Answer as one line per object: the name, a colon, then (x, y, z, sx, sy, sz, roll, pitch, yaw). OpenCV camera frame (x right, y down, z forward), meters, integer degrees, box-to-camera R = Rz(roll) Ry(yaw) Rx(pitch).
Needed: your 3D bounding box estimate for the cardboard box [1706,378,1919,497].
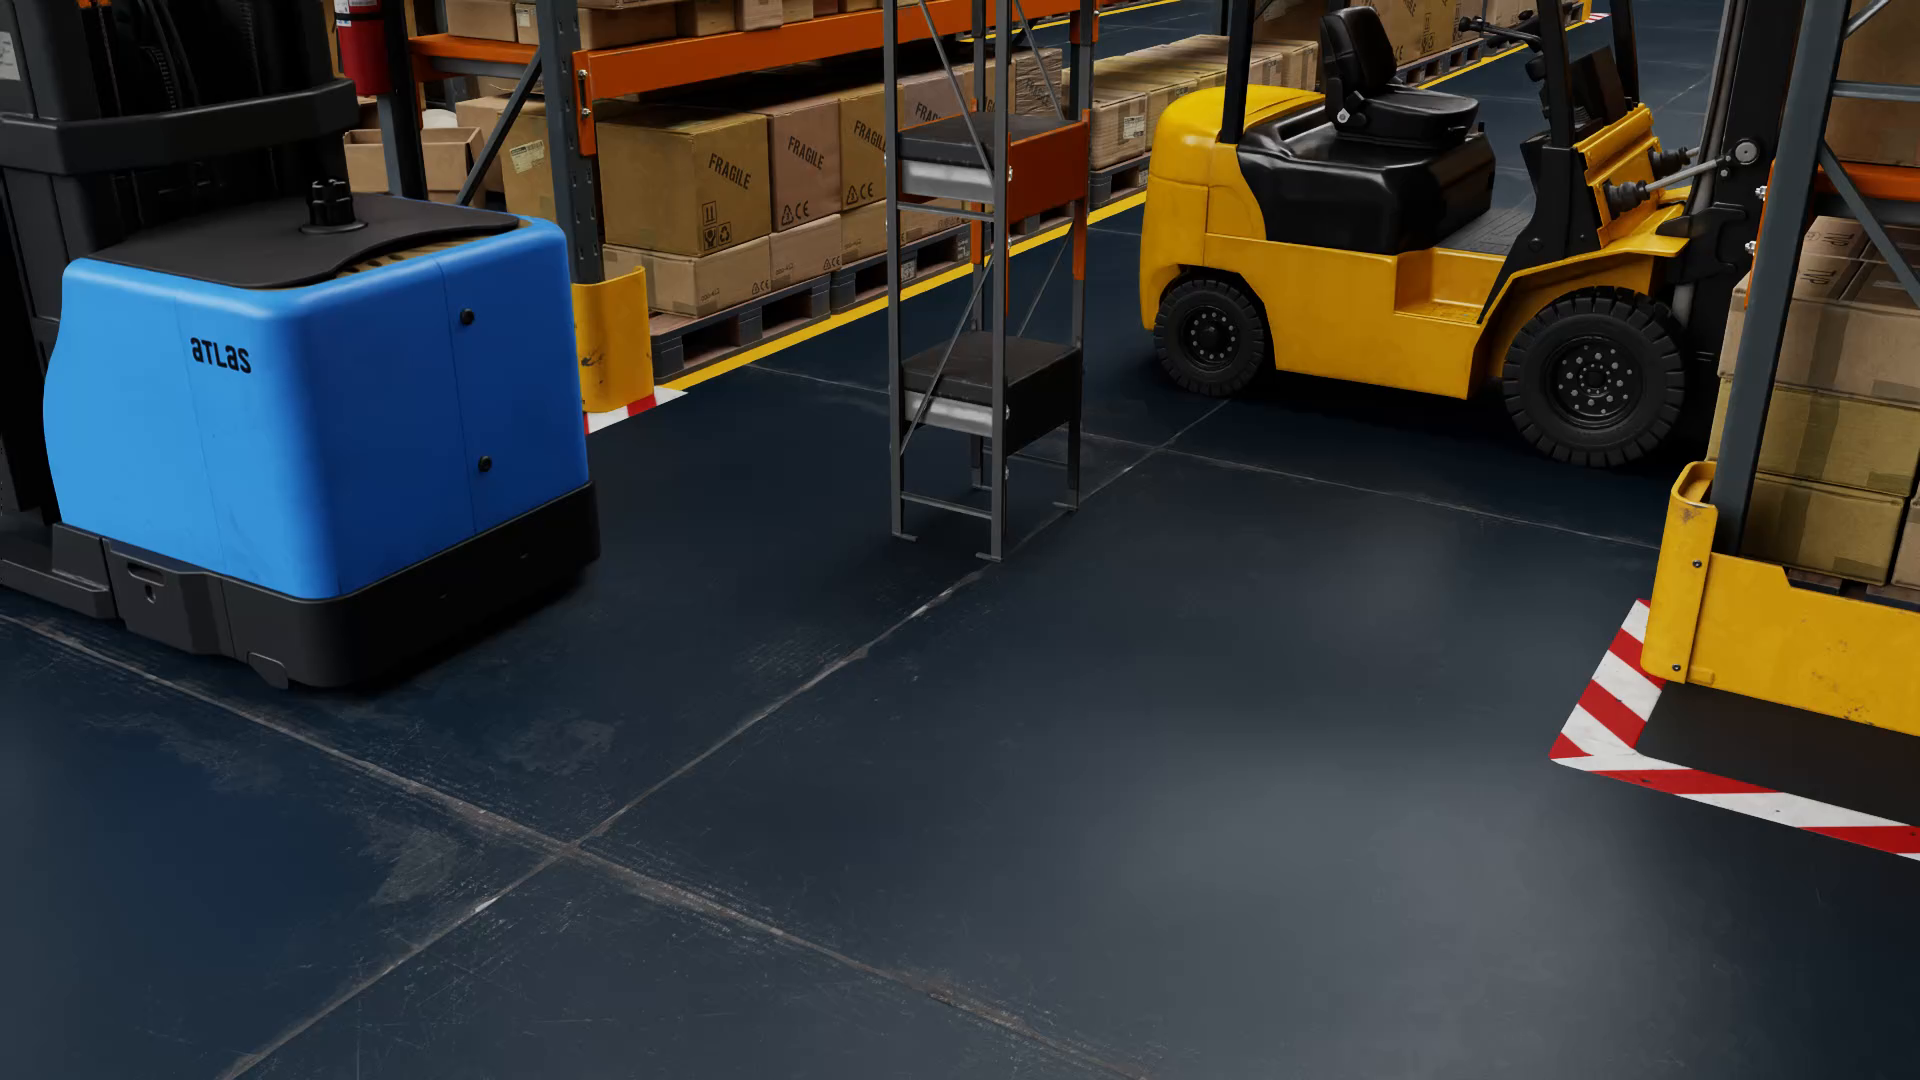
cardboard box: (2.394, -0.359, 4.606, 0.500, 0.250, 0.500, 13, 27, 28)

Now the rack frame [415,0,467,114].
rack frame: (-3.965, -4.361, 11.547, 1.000, 3.000, 0.127, 14, 27, 29)

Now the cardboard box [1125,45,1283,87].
cardboard box: (1.715, -3.255, 11.772, 0.950, 0.372, 0.625, 13, 27, 28)

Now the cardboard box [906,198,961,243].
cardboard box: (-0.335, -1.680, 8.287, 0.500, 0.250, 0.500, 14, 27, 30)

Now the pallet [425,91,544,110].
pallet: (-3.622, -3.357, 12.739, 1.003, 0.211, 1.213, 14, 27, 29)

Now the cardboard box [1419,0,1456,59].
cardboard box: (3.784, -4.743, 14.576, 0.875, 0.875, 0.875, 15, 27, 30)

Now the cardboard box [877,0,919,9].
cardboard box: (-0.416, -2.552, 7.685, 0.380, 0.149, 0.250, 14, 27, 29)

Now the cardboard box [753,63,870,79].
cardboard box: (-0.794, -2.132, 8.388, 0.500, 0.500, 0.500, 15, 28, 32)

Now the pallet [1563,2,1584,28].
pallet: (6.268, -5.842, 18.478, 1.003, 0.211, 1.213, 14, 27, 29)

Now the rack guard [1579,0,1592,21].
rack guard: (6.636, -6.269, 19.101, 1.175, 0.500, 0.348, 14, 27, 29)

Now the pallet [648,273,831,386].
pallet: (-1.318, -1.020, 7.341, 1.003, 0.211, 1.213, 14, 27, 29)

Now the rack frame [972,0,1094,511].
rack frame: (0.216, -1.102, 5.152, 0.400, 2.100, 0.015, 14, 27, 29)

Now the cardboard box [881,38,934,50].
cardboard box: (-0.364, -2.758, 9.017, 0.380, 0.149, 0.250, 14, 27, 30)

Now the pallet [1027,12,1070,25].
pallet: (0.579, -6.015, 18.879, 1.003, 0.211, 1.213, 14, 27, 29)

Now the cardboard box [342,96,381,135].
cardboard box: (-3.912, -2.476, 10.336, 0.500, 0.500, 0.500, 20, 30, 38)

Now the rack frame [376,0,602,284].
rack frame: (-1.816, -2.007, 6.111, 1.000, 3.000, 0.127, 14, 27, 29)

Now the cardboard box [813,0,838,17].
cardboard box: (-0.762, -2.396, 7.326, 0.380, 0.149, 0.250, 15, 28, 31)

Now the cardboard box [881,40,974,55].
cardboard box: (-0.247, -2.490, 9.214, 0.500, 0.500, 0.500, 15, 28, 31)

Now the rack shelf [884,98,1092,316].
rack shelf: (0.087, -1.007, 4.967, 0.431, 0.518, 0.480, 14, 27, 29)

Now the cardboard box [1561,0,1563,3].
cardboard box: (5.885, -5.870, 17.731, 0.875, 0.438, 0.875, 15, 27, 30)

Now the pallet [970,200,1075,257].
pallet: (-0.031, -1.844, 9.243, 1.003, 0.211, 1.213, 14, 27, 29)

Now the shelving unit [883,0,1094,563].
shelving unit: (0.087, -1.019, 4.962, 0.431, 2.100, 0.503, 14, 27, 29)

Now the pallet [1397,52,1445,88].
pallet: (3.528, -4.088, 14.428, 1.003, 0.211, 1.213, 14, 27, 29)

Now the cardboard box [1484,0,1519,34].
cardboard box: (4.936, -5.264, 16.330, 0.875, 0.438, 0.875, 13, 27, 28)

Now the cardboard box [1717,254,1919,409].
cardboard box: (2.380, -0.579, 4.486, 0.500, 0.250, 0.500, 15, 28, 31)

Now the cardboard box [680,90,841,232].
cardboard box: (-0.872, -1.682, 7.349, 0.500, 0.500, 0.500, 13, 26, 27)

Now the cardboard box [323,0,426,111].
cardboard box: (-4.356, -3.381, 11.430, 0.875, 0.875, 0.875, 14, 27, 30)

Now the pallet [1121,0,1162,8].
pallet: (1.866, -6.839, 20.781, 1.003, 0.211, 1.213, 14, 27, 29)

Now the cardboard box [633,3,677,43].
cardboard box: (-1.340, -2.052, 6.530, 0.380, 0.149, 0.250, 14, 27, 30)

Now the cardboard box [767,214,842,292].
cardboard box: (-0.880, -1.323, 7.464, 0.500, 0.250, 0.500, 15, 28, 31)

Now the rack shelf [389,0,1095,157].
rack shelf: (-0.762, -2.352, 7.814, 1.077, 0.370, 4.000, 14, 27, 29)

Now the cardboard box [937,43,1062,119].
cardboard box: (0.209, -2.377, 8.953, 0.500, 0.500, 0.500, 13, 27, 28)

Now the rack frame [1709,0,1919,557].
rack frame: (2.402, -0.968, 3.711, 1.000, 3.000, 0.127, 14, 27, 29)

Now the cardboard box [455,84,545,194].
cardboard box: (-2.555, -2.365, 9.908, 0.797, 0.637, 0.503, 14, 27, 29)

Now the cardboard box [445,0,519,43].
cardboard box: (-1.801, -2.063, 6.556, 0.380, 0.149, 0.250, 15, 28, 31)

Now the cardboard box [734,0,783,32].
cardboard box: (-0.959, -2.200, 6.873, 0.380, 0.149, 0.250, 14, 27, 30)

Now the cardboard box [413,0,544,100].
cardboard box: (-3.714, -3.749, 12.438, 1.050, 0.750, 0.750, 14, 27, 29)

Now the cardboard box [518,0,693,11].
cardboard box: (-1.331, -2.292, 6.267, 0.500, 0.500, 0.500, 13, 27, 28)

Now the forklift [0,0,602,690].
forklift: (-2.604, -1.374, 4.734, 3.031, 2.935, 1.130, 13, 27, 28)

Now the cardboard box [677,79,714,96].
cardboard box: (-1.344, -2.127, 7.560, 0.380, 0.149, 0.250, 14, 27, 30)

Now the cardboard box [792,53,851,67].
cardboard box: (-0.773, -2.493, 8.404, 0.380, 0.149, 0.250, 16, 28, 32)

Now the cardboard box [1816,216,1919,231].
cardboard box: (2.902, -0.925, 5.285, 0.500, 0.250, 0.500, 14, 27, 30)

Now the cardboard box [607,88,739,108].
cardboard box: (-1.343, -1.784, 7.585, 0.500, 0.500, 0.500, 15, 28, 31)

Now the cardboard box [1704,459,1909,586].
cardboard box: (2.382, -0.124, 4.694, 0.500, 0.250, 0.500, 14, 27, 29)

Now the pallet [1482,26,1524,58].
pallet: (4.981, -5.018, 16.576, 1.003, 0.211, 1.213, 14, 27, 29)

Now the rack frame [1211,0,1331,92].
rack frame: (2.403, -4.707, 12.348, 1.000, 3.000, 0.127, 14, 27, 29)

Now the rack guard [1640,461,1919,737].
rack guard: (2.390, 0.187, 4.189, 1.175, 0.500, 0.348, 14, 27, 29)

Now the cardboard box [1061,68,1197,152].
cardboard box: (0.944, -2.765, 10.641, 0.950, 0.372, 0.625, 16, 28, 32)

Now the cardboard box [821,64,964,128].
cardboard box: (-0.326, -2.032, 8.157, 0.500, 0.500, 0.500, 15, 28, 32)

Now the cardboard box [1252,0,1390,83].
cardboard box: (2.838, -4.141, 13.185, 0.875, 0.875, 0.875, 14, 27, 28)

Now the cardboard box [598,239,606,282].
cardboard box: (-1.606, -1.276, 7.353, 0.500, 0.250, 0.500, 14, 27, 29)

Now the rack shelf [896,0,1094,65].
rack shelf: (0.087, -1.649, 4.689, 0.431, 0.518, 0.480, 14, 27, 29)
